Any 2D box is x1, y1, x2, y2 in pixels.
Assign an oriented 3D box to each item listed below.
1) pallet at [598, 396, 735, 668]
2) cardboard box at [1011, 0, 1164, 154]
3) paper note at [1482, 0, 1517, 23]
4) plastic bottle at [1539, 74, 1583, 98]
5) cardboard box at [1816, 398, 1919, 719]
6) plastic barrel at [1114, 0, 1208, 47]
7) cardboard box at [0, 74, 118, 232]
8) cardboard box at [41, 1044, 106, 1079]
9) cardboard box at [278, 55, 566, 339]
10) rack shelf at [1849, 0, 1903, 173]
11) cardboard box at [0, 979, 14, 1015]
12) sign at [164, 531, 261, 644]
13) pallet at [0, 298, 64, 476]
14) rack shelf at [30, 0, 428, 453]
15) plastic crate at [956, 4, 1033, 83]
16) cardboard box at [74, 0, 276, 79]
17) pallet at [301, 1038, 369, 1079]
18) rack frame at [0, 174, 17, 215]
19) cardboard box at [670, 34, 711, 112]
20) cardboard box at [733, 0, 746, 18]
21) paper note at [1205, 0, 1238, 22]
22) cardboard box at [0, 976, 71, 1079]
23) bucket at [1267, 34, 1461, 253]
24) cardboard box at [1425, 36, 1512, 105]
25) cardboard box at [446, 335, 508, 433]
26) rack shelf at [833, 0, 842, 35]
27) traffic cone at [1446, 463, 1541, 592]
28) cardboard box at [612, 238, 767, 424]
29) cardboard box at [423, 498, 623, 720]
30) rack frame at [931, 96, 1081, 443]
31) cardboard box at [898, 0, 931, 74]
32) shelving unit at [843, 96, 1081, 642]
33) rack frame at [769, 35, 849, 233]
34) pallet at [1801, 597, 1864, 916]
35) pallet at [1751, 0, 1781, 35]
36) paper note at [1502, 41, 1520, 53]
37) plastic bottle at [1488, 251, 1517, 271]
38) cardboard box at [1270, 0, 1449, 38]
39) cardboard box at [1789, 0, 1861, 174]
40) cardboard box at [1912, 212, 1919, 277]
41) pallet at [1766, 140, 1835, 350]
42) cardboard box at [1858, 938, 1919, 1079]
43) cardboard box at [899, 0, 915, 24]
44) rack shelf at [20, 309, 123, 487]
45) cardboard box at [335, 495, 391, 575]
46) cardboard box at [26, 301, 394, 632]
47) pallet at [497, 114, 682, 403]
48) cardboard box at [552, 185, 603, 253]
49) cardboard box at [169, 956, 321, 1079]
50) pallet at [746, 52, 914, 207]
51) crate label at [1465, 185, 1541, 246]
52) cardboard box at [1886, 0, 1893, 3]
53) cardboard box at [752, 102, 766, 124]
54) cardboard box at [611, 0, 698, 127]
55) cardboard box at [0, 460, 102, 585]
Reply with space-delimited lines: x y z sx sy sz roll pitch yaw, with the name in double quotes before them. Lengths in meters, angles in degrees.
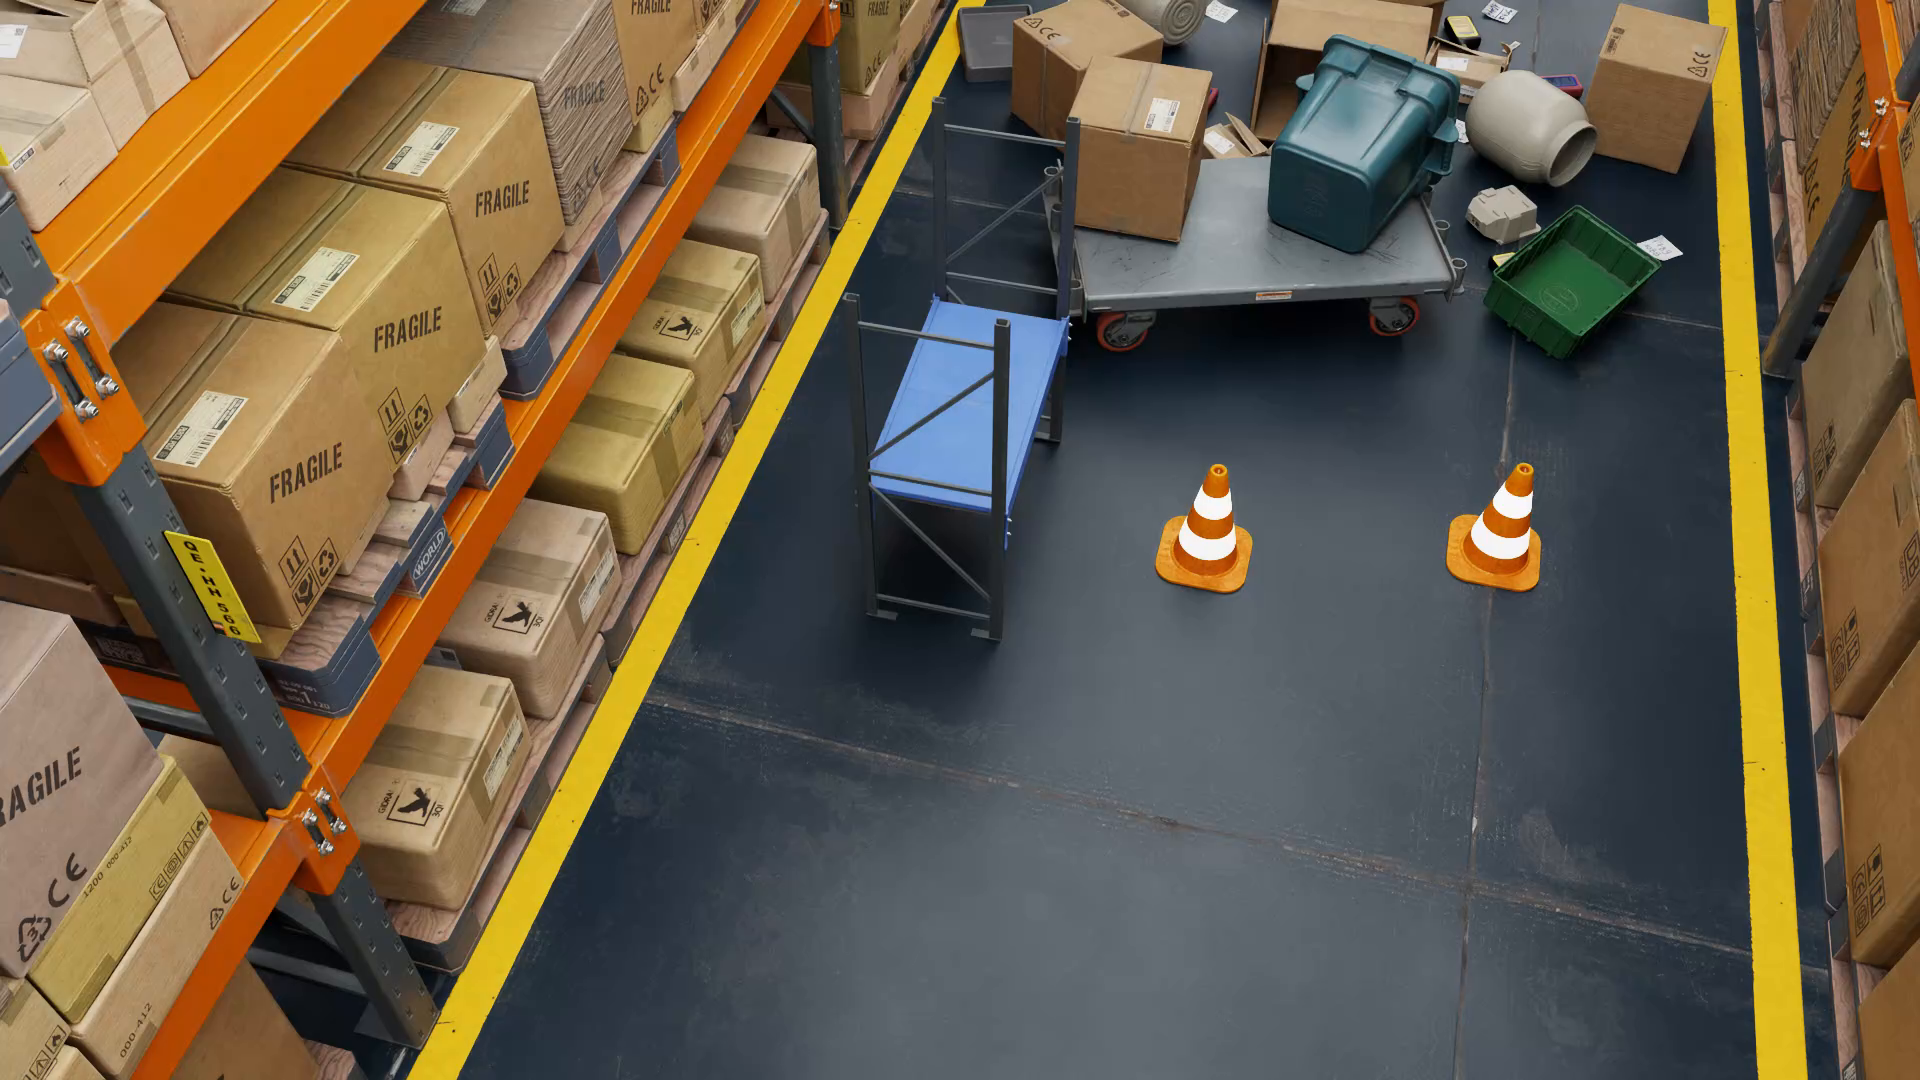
"pallet" -1.526 -0.146 6.238 1.003 0.211 1.213 12 50 10
"cardboard box" 0.592 -2.197 7.854 0.500 0.500 0.500 -27 54 -22
"paper note" 2.812 -2.755 8.662 0.144 0.017 0.142 28 54 22
"plastic bottle" 2.900 -2.224 8.172 0.283 0.061 0.133 -4 49 -3
"cardboard box" 3.465 0.156 5.332 1.050 0.750 0.750 12 50 10
"plastic barrel" 0.967 -2.765 8.408 0.421 0.421 0.512 -27 54 -22
"cardboard box" -1.809 -0.728 3.058 0.380 0.149 0.250 12 50 10
"cardboard box" -2.058 1.215 3.277 0.500 0.250 0.500 12 50 11
"cardboard box" -1.451 -0.938 4.532 0.500 0.500 0.500 12 50 11
"rack shelf" 4.325 -2.822 7.220 1.077 0.370 4.000 12 50 10
"cardboard box" -2.067 0.811 2.800 0.500 0.500 0.500 12 50 11
"sign" -1.520 0.100 3.389 0.100 0.325 0.005 12 50 10
"pallet" -2.174 -0.078 2.443 1.213 0.211 1.003 14 50 12
"rack shelf" -1.529 -1.825 4.339 1.077 0.370 4.000 12 50 10
"plastic crate" 0.201 -2.525 8.425 0.402 0.080 0.583 -4 49 -3
"cardboard box" -1.797 -1.333 3.359 0.700 0.500 0.500 12 50 10
"pallet" -2.336 1.854 4.473 1.003 0.211 1.213 12 50 10
"rack frame" -2.056 -1.609 1.668 1.000 3.000 0.127 12 50 10
"cardboard box" -1.055 -1.581 5.532 0.380 0.149 0.250 12 50 10
"cardboard box" -0.959 -1.959 5.866 0.380 0.149 0.250 10 49 9
"paper note" 1.353 -2.763 8.676 0.148 0.019 0.142 28 54 22
"cardboard box" -2.070 1.032 3.105 0.500 0.250 0.500 10 49 9
"bucket" 1.611 -1.587 6.819 0.726 0.611 0.620 28 64 22
"cardboard box" 2.475 -2.315 8.116 0.396 0.266 0.258 19 51 16
"cardboard box" -1.475 -0.460 4.542 0.380 0.149 0.250 12 50 10
"rack shelf" -0.477 -3.726 8.017 1.077 0.370 4.000 12 50 10
"traffic cone" 1.989 -0.102 6.031 0.336 0.463 0.334 12 50 10
"cardboard box" -1.325 -0.886 6.504 0.950 0.372 0.625 14 50 12
"cardboard box" -1.711 0.165 5.577 0.950 0.372 0.625 11 49 9
"rack frame" 0.154 -0.931 6.052 0.500 1.500 0.032 11 50 9
"cardboard box" -0.458 -2.508 8.017 0.500 0.250 0.500 14 50 12
"shelving unit" 0.029 -0.556 5.731 0.538 1.500 1.048 11 50 9
"rack frame" -1.003 -2.517 6.471 1.000 3.000 0.127 12 50 10
"pallet" 3.349 0.768 5.432 1.003 0.211 1.213 12 50 10
"pallet" 4.717 -2.990 8.748 1.003 0.211 1.213 12 50 10
"paper note" 2.804 -2.505 8.455 0.123 0.001 0.032 -37 58 -28
"plastic bottle" 2.416 -1.139 7.214 0.133 0.061 0.283 -11 50 -10
"cardboard box" 2.030 -2.814 8.398 0.797 0.503 0.637 -19 51 -16
"cardboard box" 4.266 -2.143 7.278 0.875 0.875 0.875 12 50 10
"cardboard box" 3.269 -0.954 5.025 0.500 0.500 0.500 12 50 10
"pallet" 4.075 -1.225 7.191 1.003 0.211 1.213 12 50 10
"cardboard box" 2.993 1.463 4.179 1.050 0.750 0.750 11 49 10
"cardboard box" -0.458 -2.757 7.737 0.500 0.500 0.500 13 50 12
"rack shelf" -2.582 1.068 1.786 1.077 0.370 4.000 12 50 10
"cardboard box" -1.684 -0.076 4.204 0.380 0.149 0.250 9 49 8
"cardboard box" -1.714 -0.174 3.858 0.500 0.500 0.500 10 49 9
"pallet" -1.574 -1.000 5.260 1.003 0.211 1.213 12 50 10
"cardboard box" -1.319 -1.038 5.052 0.380 0.149 0.250 13 50 11
"cardboard box" -2.318 1.423 4.130 0.875 0.875 0.875 11 50 10
"pallet" -0.860 -2.087 7.951 1.003 0.211 1.213 12 50 10
"crate label" 2.429 -1.466 7.452 0.298 0.136 0.250 -19 51 -16
"cardboard box" 4.007 -2.335 6.210 0.875 0.550 0.550 12 50 10
"cardboard box" -1.107 -2.227 7.769 0.500 0.250 0.500 14 50 12
"cardboard box" -1.174 -1.677 5.184 0.500 0.500 0.500 13 50 11
"cardboard box" -2.204 -0.278 3.949 0.500 0.500 0.500 10 49 9
